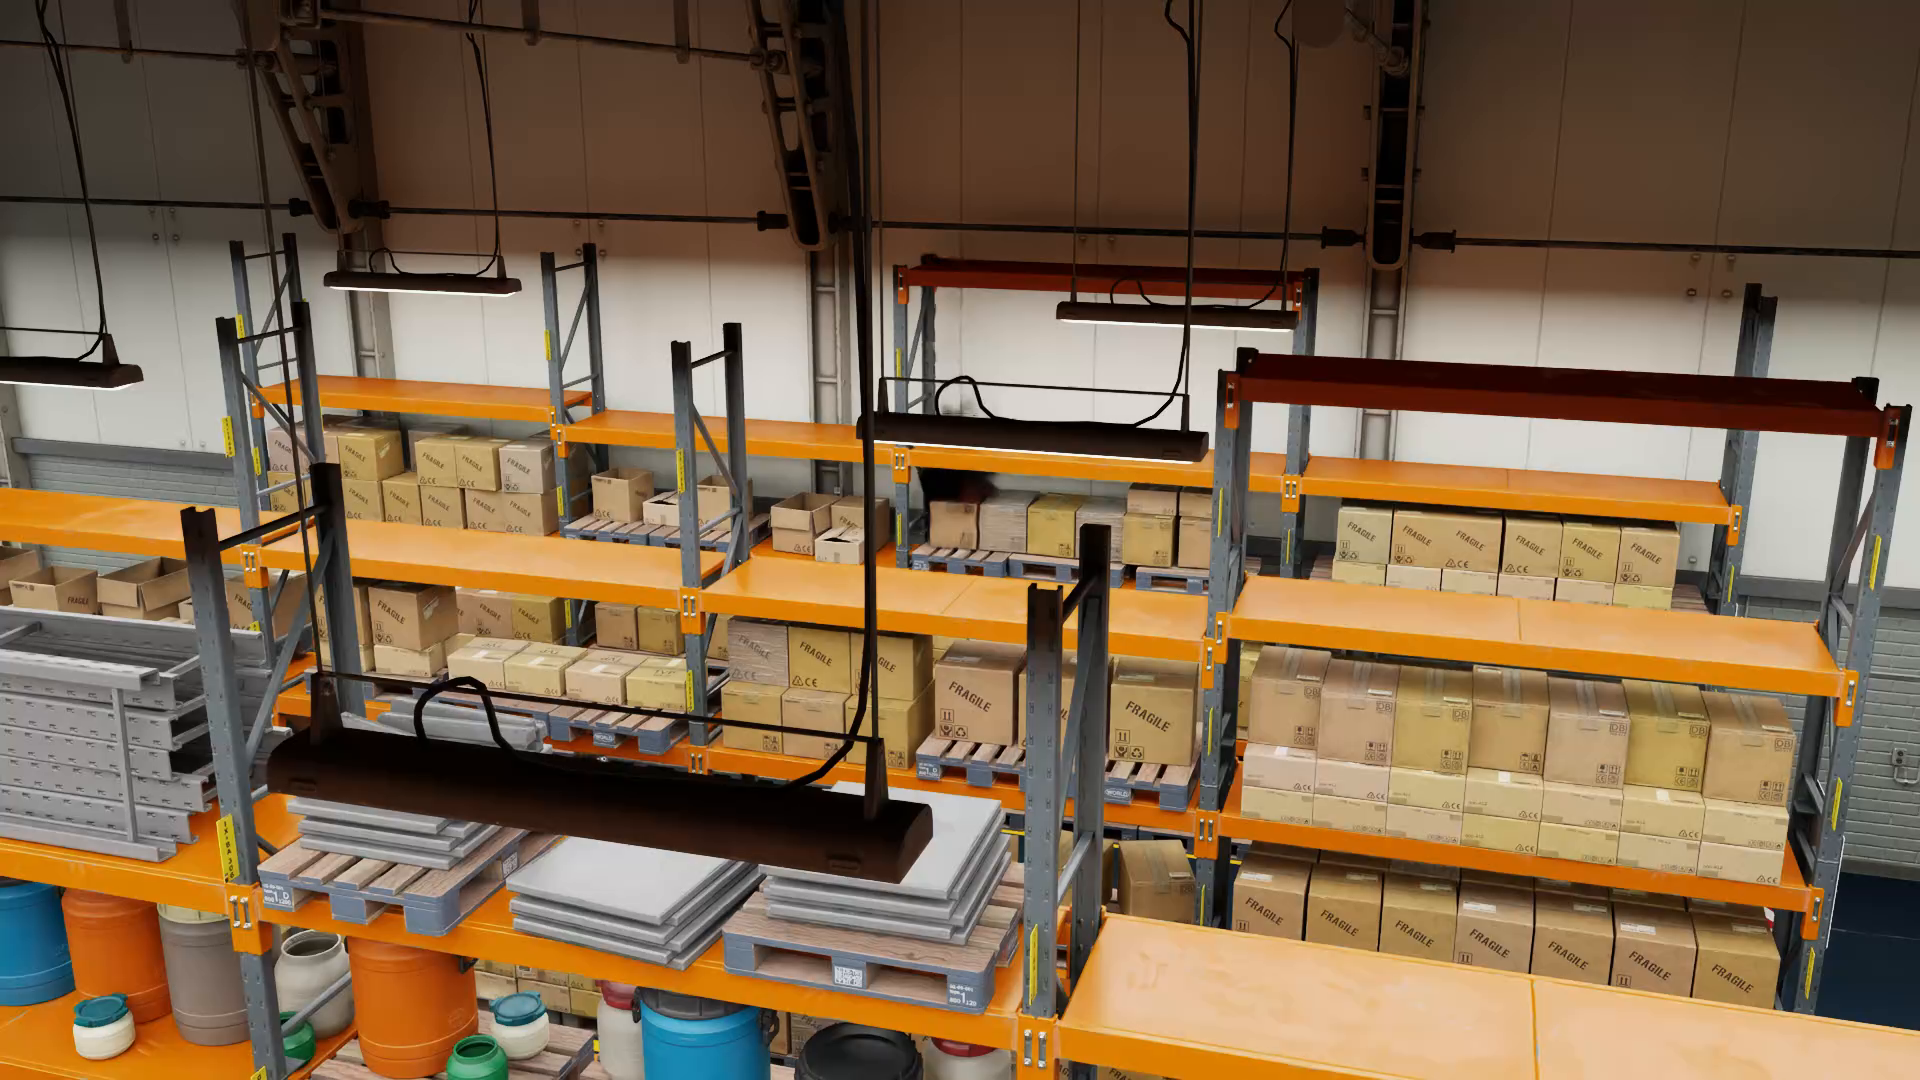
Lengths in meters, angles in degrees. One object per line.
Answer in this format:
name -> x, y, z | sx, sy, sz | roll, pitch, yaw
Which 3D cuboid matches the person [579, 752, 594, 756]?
person -> -3.622, 2.325, 16.283 | 0.325, 0.869, 0.644 | 4, 17, 14
